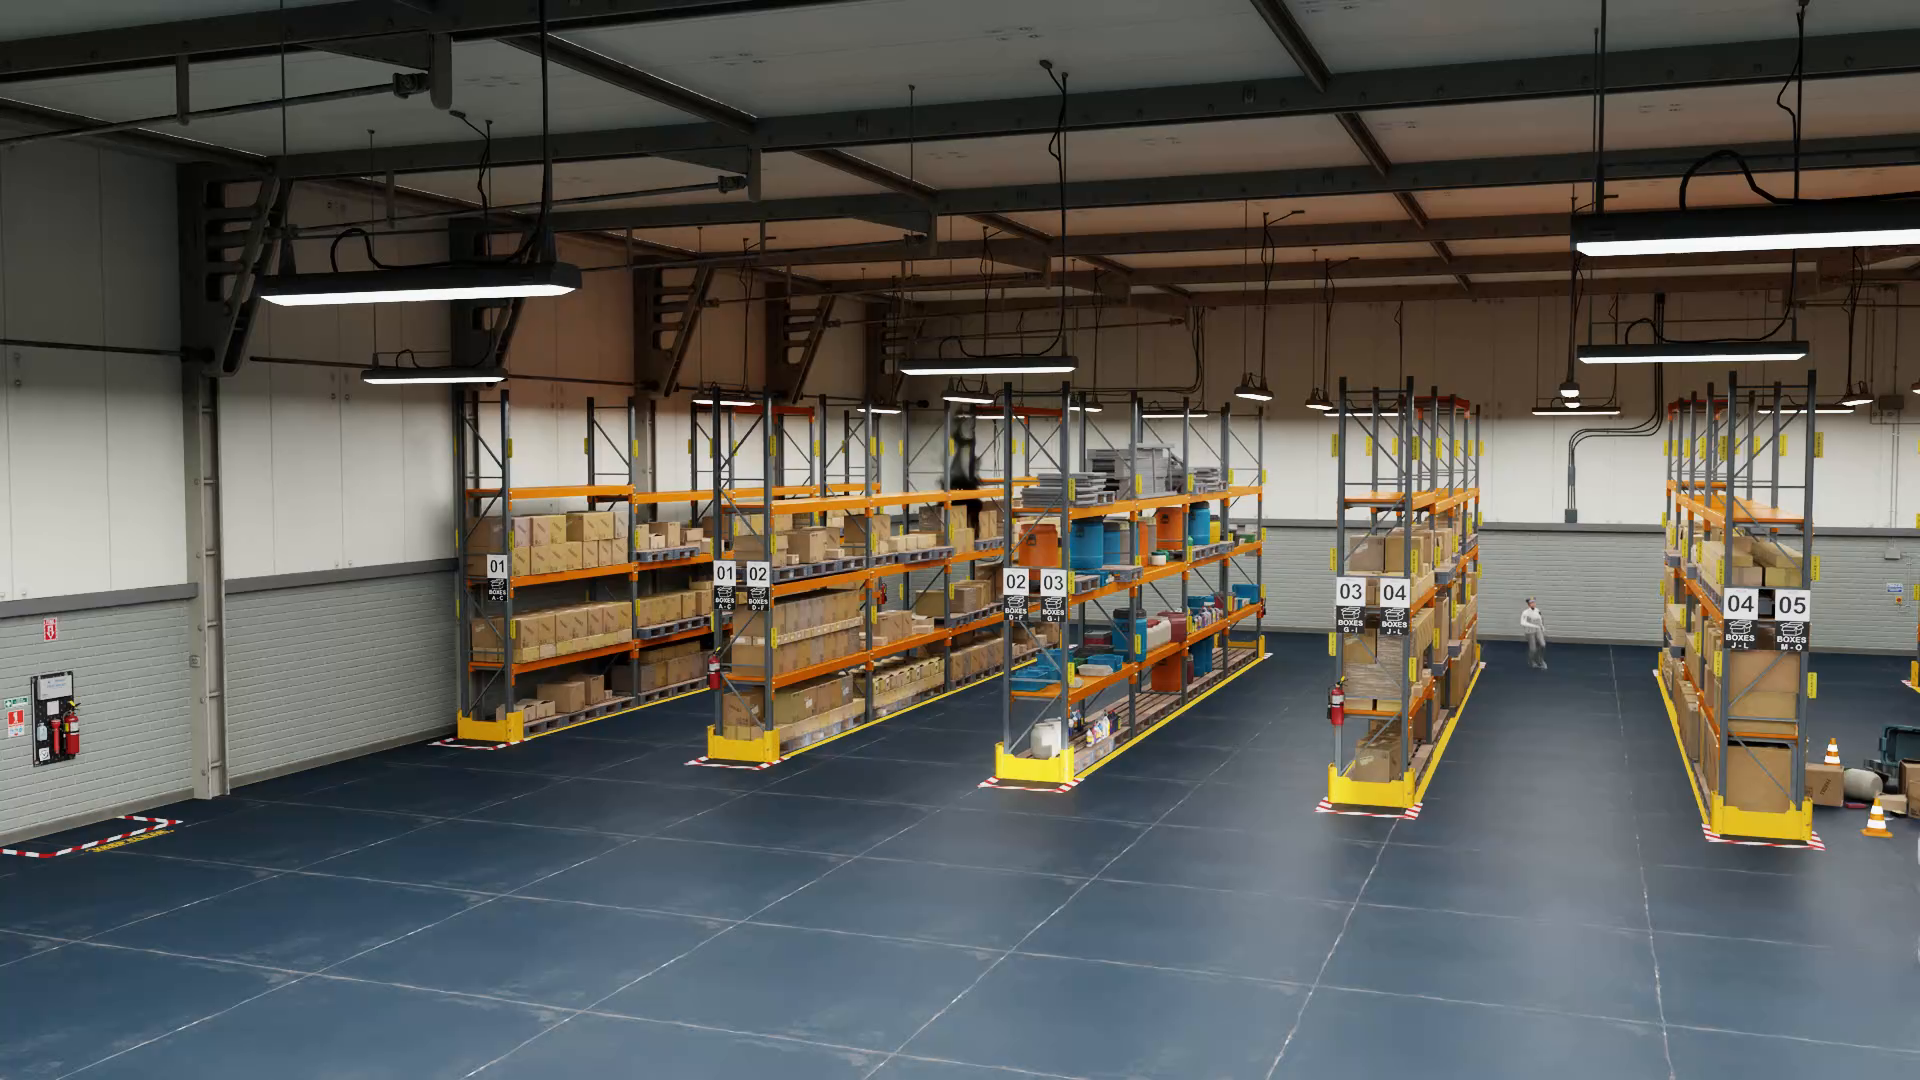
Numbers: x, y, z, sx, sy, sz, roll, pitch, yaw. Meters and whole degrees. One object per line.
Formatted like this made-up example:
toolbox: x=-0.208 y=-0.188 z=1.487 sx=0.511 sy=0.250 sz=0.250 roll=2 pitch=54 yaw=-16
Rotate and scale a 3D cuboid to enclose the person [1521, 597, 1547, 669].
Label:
person: x=12.955 y=2.095 z=37.651 sx=0.614 sy=1.640 sz=0.666 roll=0 pitch=3 yaw=-6
